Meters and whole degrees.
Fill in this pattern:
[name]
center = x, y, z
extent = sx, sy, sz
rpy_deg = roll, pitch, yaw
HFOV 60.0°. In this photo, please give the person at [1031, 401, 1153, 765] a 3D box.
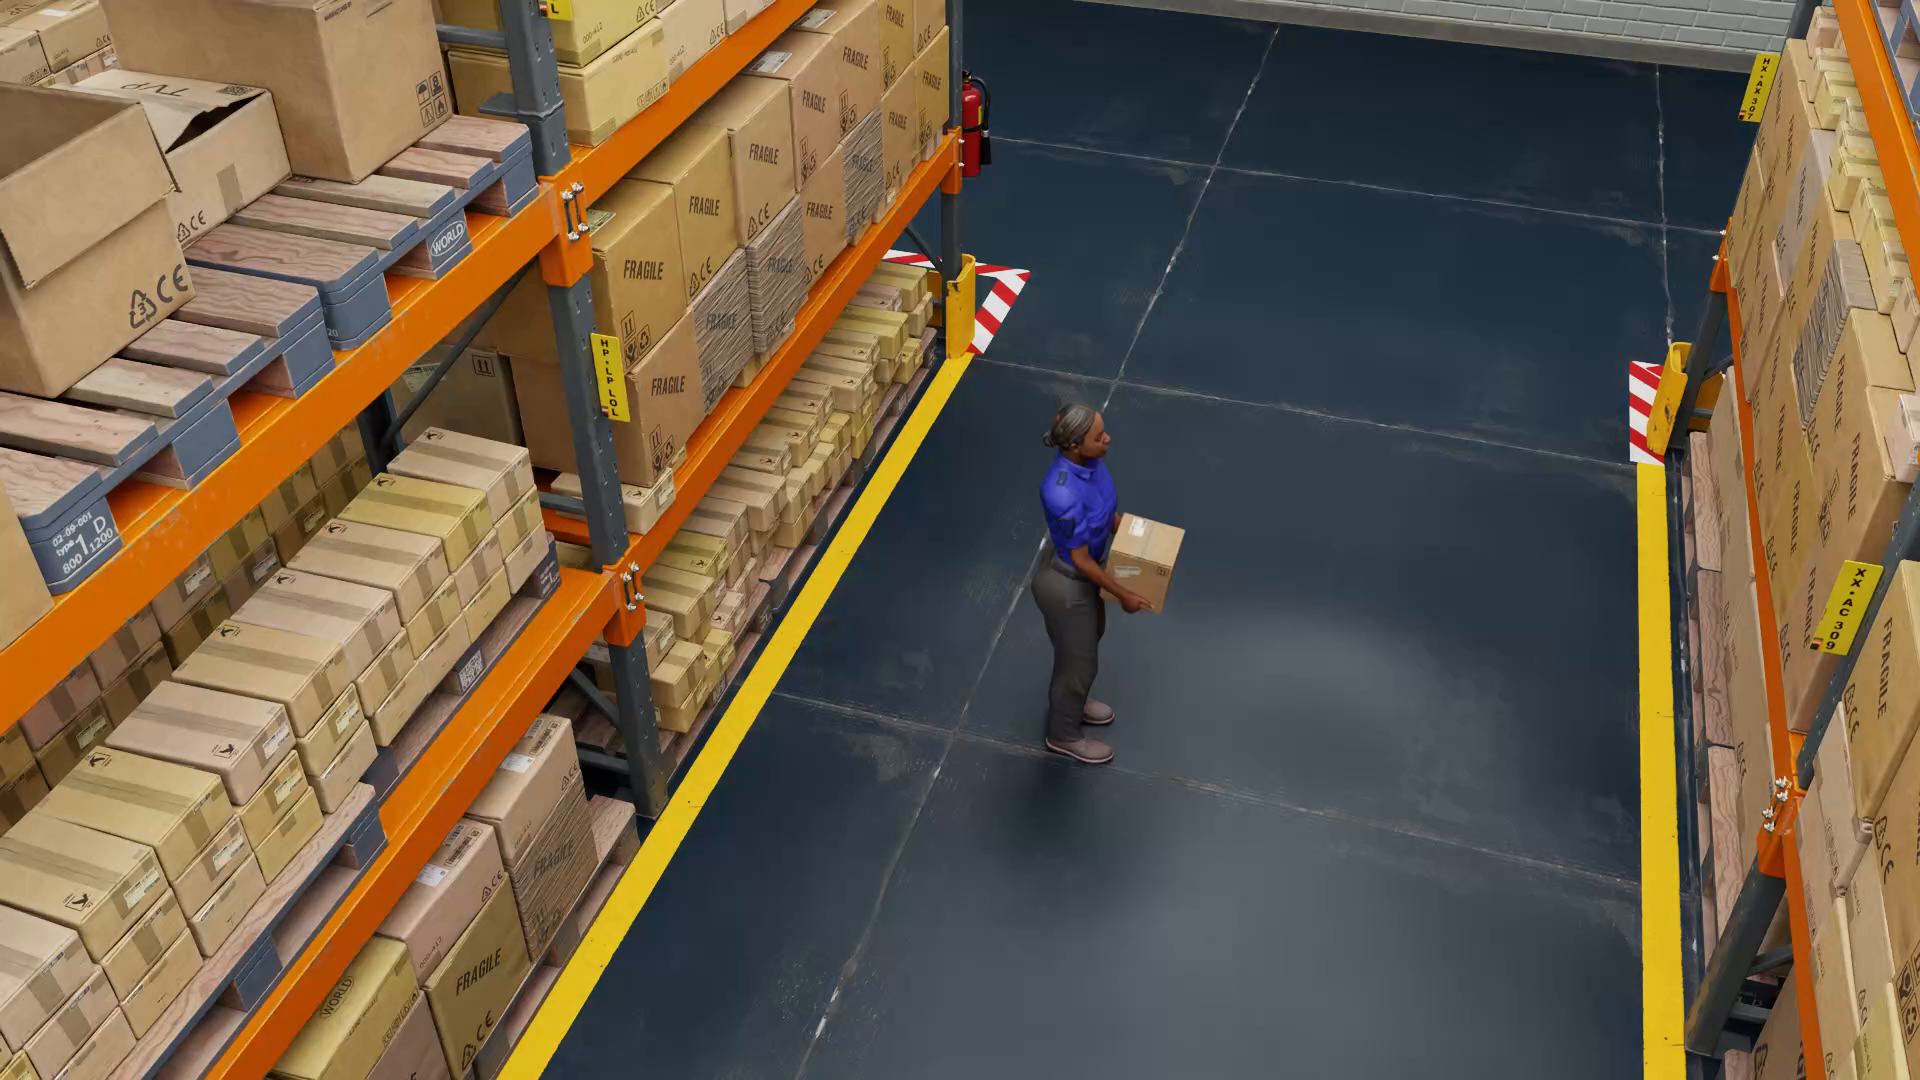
[person]
center = 0.552, 0.182, 6.663
extent = 0.502, 1.656, 0.442
rpy_deg = 11, 39, 14
